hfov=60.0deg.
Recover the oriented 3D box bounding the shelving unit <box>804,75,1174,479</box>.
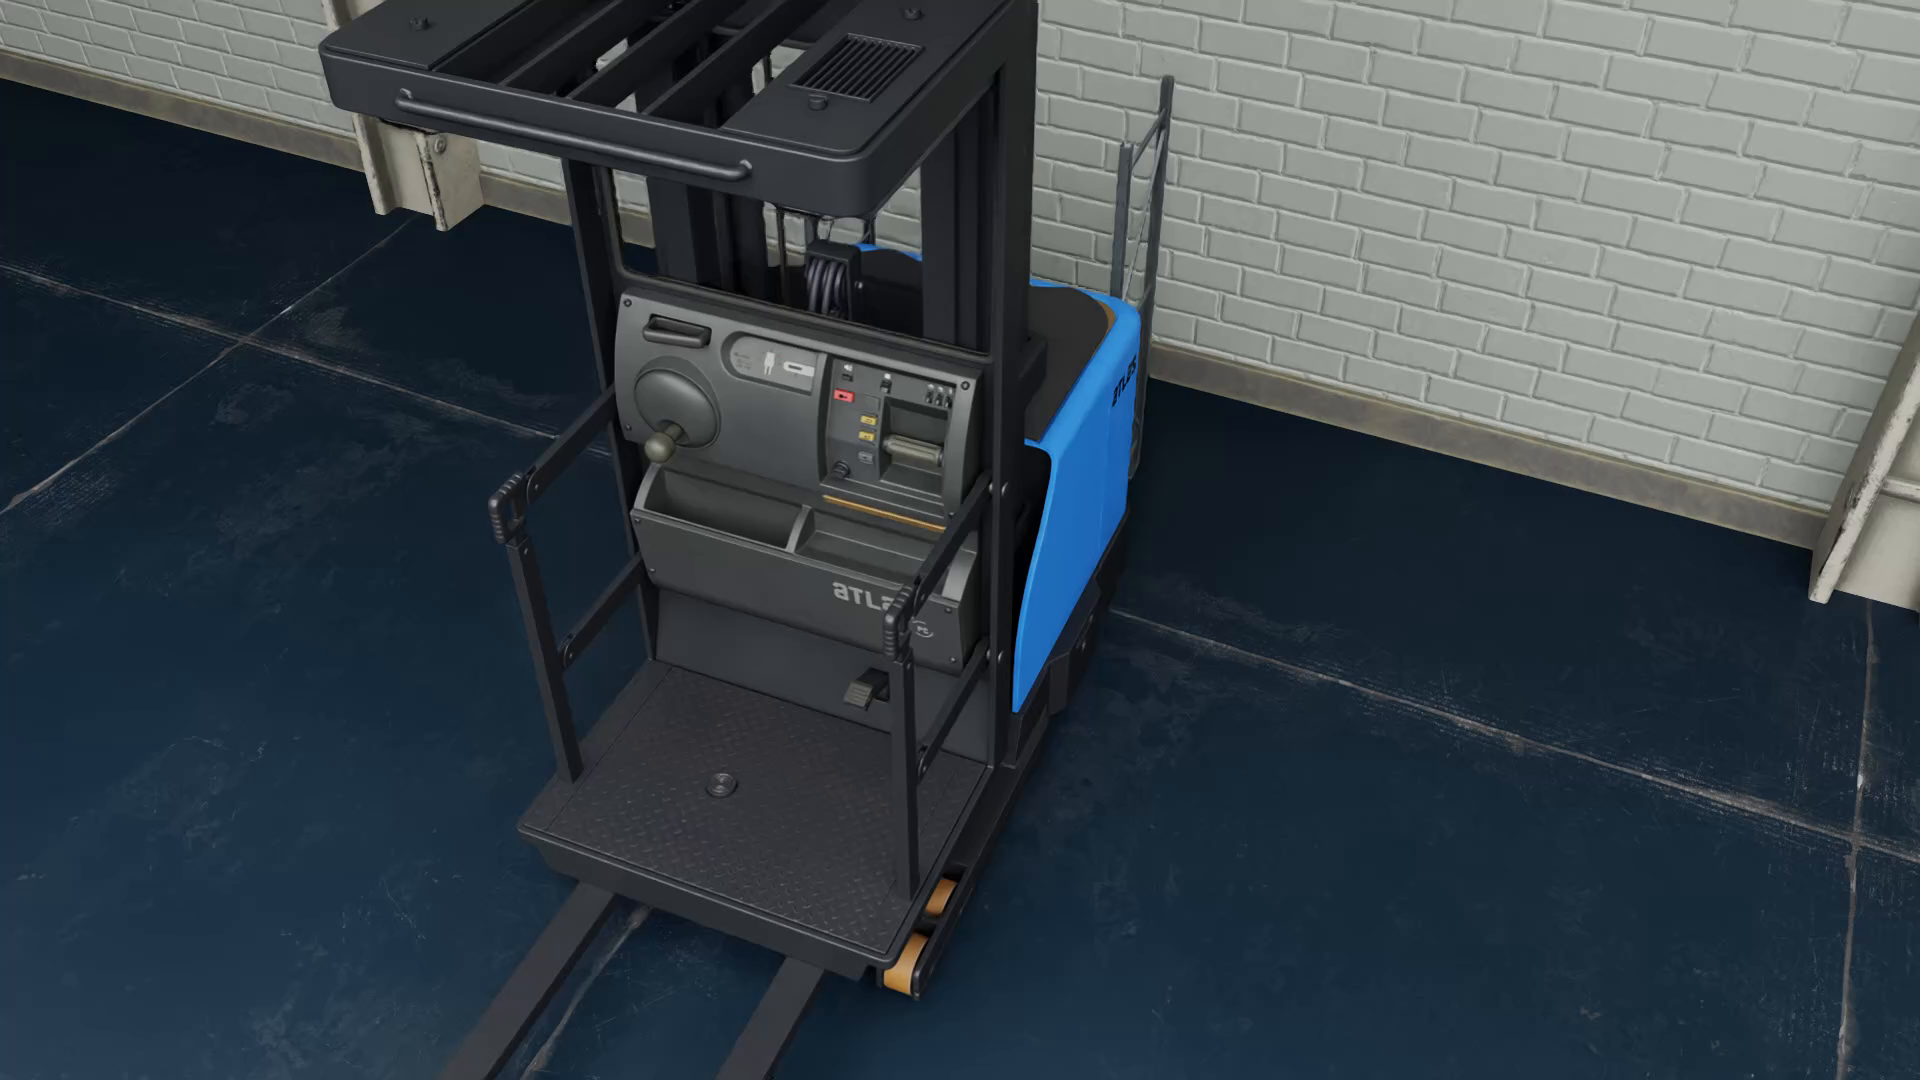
[{"bbox_3d":[0.081,-0.822,5.553,1.048,1.500,0.538,14,43,15],"label":"shelving unit"}]

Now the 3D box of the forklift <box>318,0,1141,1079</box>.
[{"bbox_3d":[-0.484,-0.237,3.785,1.130,2.935,3.031,15,43,17],"label":"forklift"}]

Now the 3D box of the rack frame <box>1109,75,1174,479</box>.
[{"bbox_3d":[0.557,-0.706,5.419,0.032,1.500,0.500,14,43,15],"label":"rack frame"}]

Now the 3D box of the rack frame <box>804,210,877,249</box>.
[{"bbox_3d":[-0.396,-0.938,5.687,0.032,1.500,0.500,14,43,15],"label":"rack frame"}]

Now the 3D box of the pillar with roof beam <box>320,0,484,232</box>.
[{"bbox_3d":[-4.196,-2.347,1.587,0.400,9.000,9.100,17,44,19],"label":"pillar with roof beam"}]

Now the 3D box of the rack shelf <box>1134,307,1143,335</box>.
[{"bbox_3d":[0.081,-0.686,5.671,1.000,0.185,0.538,14,43,15],"label":"rack shelf"}]
